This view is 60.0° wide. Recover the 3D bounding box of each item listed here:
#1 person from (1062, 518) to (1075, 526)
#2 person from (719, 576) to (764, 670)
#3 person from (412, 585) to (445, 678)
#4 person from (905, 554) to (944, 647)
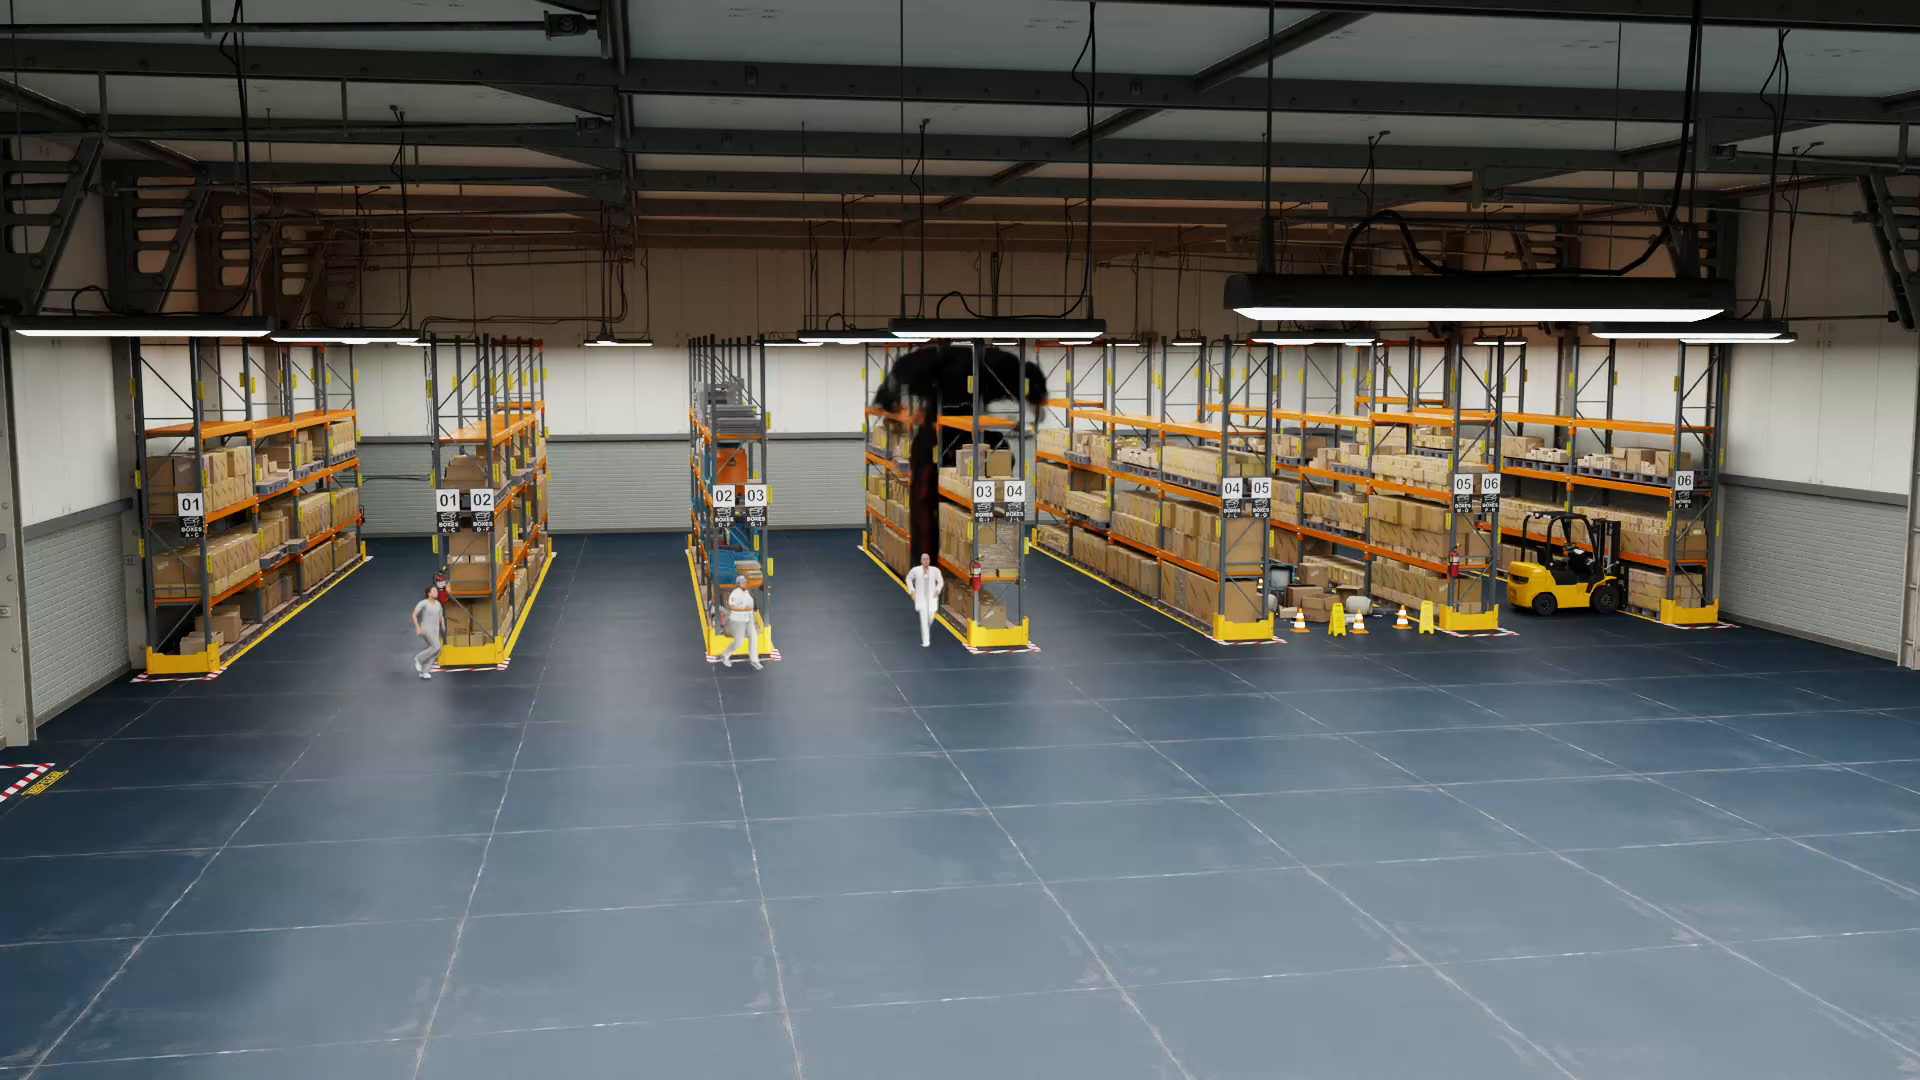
[{"bbox_3d":[3.279,-0.850,50.104,0.776,1.740,0.685,-3,7,-28],"label":"person"},{"bbox_3d":[-3.939,1.482,29.853,0.822,1.701,0.623,3,7,24],"label":"person"},{"bbox_3d":[-9.234,1.593,29.143,0.517,1.596,0.597,3,7,28],"label":"person"},{"bbox_3d":[-0.685,1.140,32.423,0.728,1.771,0.919,-1,7,-10],"label":"person"}]
